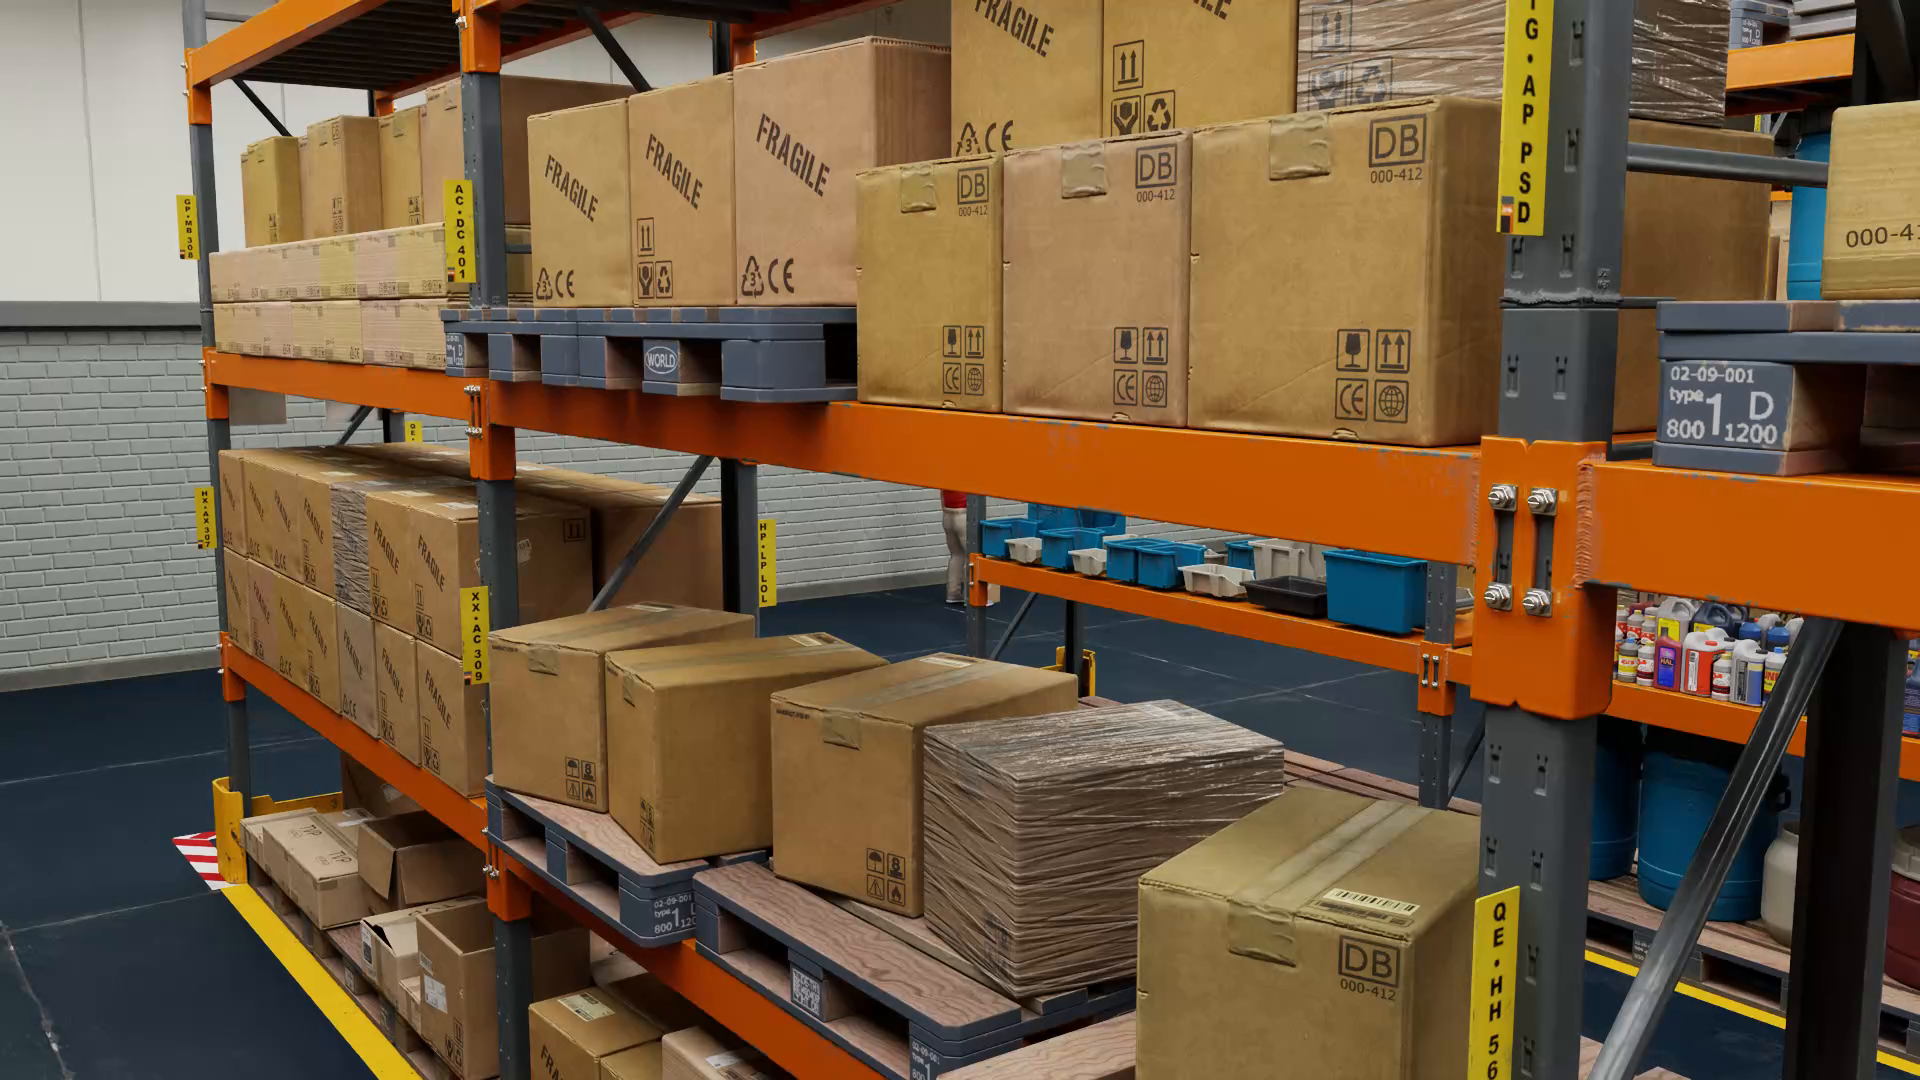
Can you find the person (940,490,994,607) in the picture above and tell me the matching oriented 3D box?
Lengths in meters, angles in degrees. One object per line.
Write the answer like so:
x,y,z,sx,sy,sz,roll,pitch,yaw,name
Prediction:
0.042,-0.187,17.233,0.389,1.727,0.606,-6,10,-39,person
